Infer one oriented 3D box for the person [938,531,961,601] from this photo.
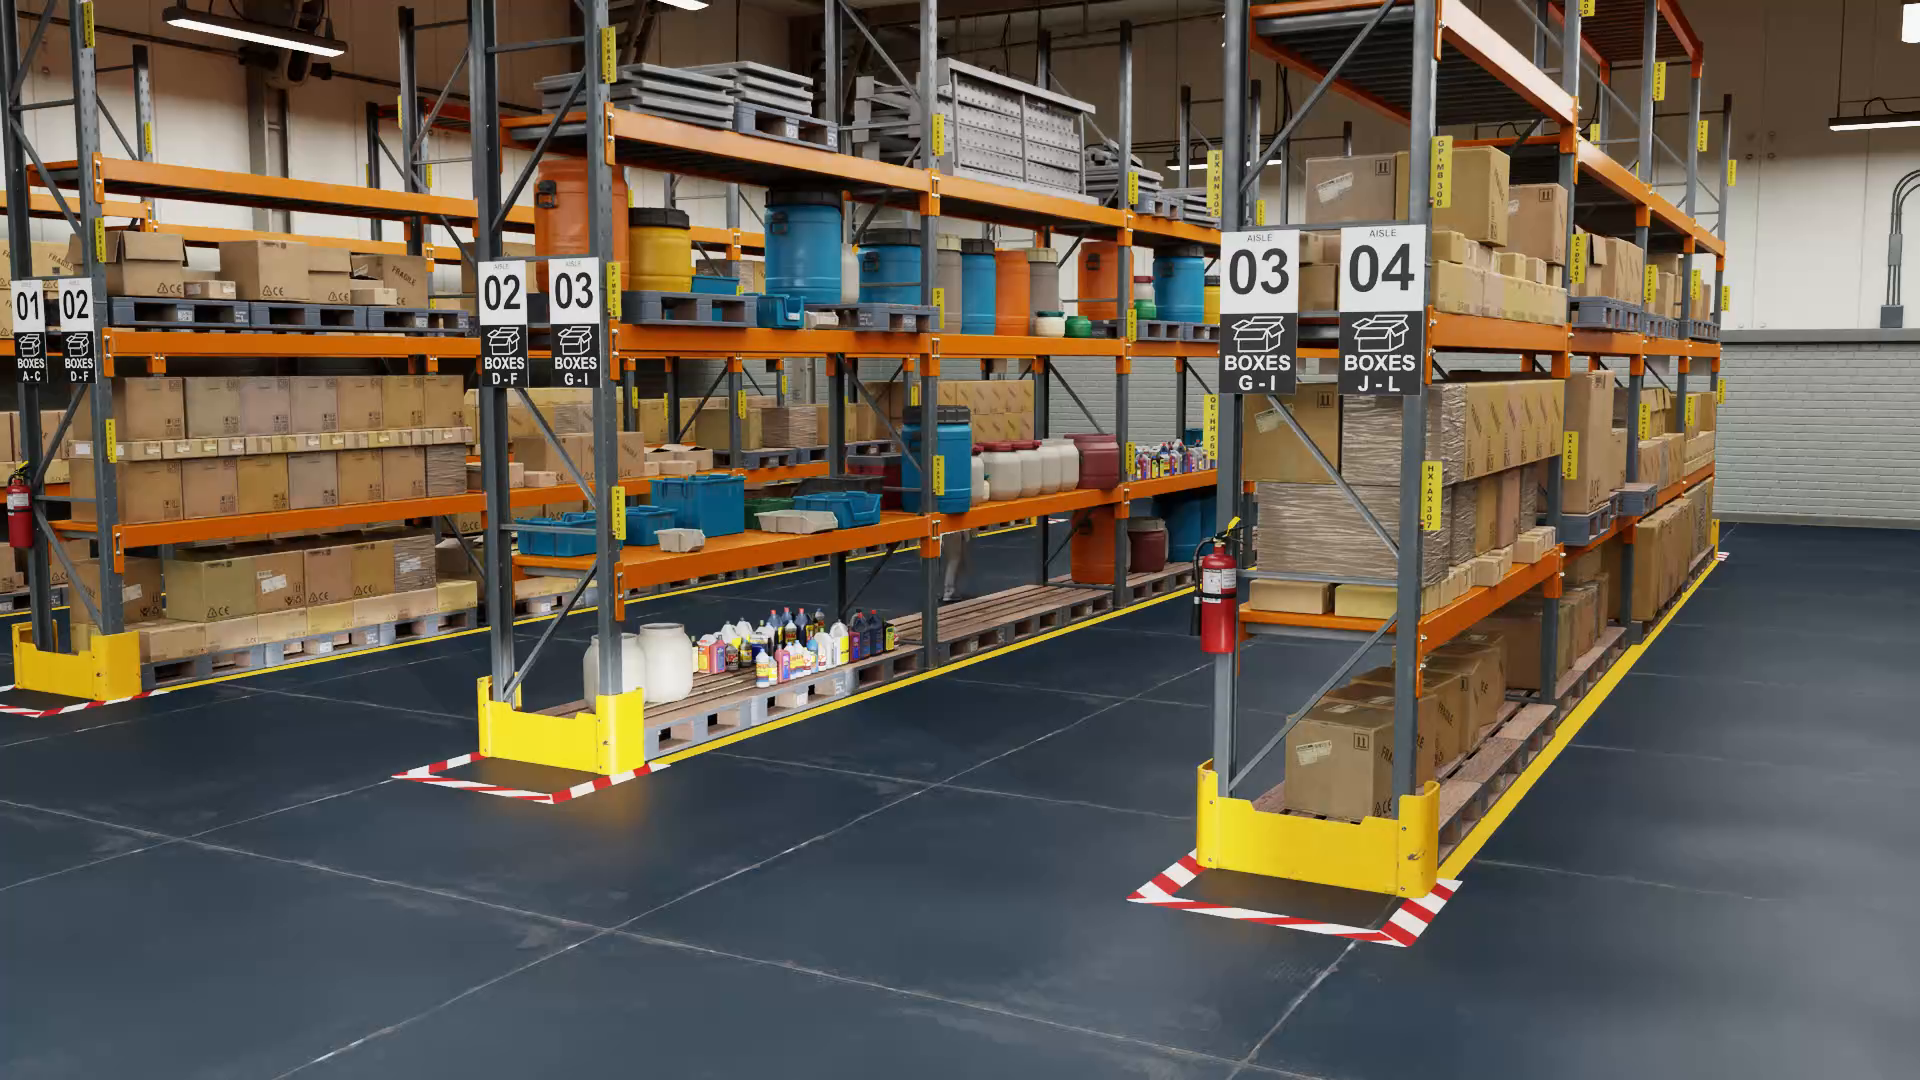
[{"bbox_3d":[-0.168,-0.186,18.046,0.434,1.691,0.515,3,7,28],"label":"person"}]
